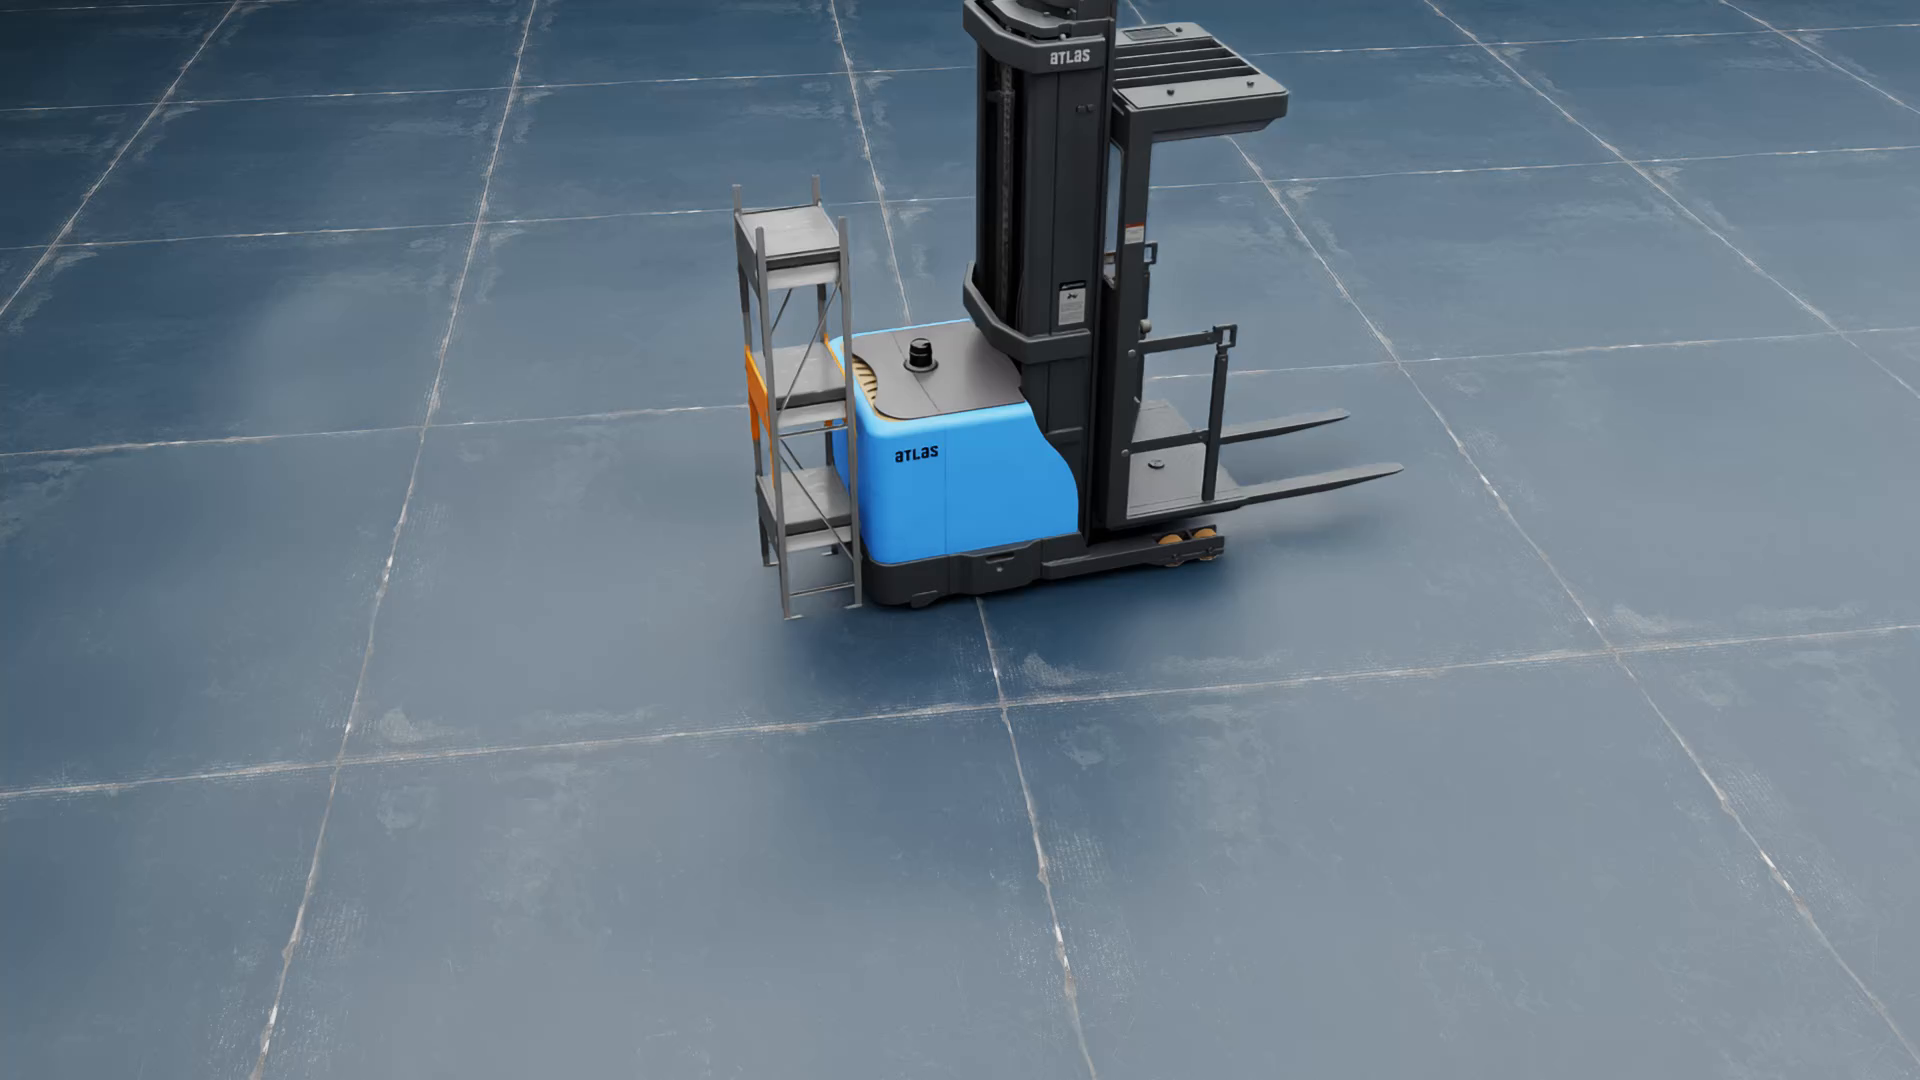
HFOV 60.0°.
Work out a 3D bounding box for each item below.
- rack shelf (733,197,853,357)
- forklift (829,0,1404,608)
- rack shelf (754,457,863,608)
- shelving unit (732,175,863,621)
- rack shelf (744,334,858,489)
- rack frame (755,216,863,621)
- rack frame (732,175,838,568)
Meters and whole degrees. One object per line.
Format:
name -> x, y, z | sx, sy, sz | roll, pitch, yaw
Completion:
rack shelf -> -0.759, -1.199, 7.554 | 0.431, 0.518, 0.480 | -10, 36, -15
forklift -> 0.874, -1.344, 8.249 | 3.031, 2.935, 1.130 | -10, 35, -14
rack shelf -> -0.759, -0.042, 8.343 | 0.431, 0.518, 0.480 | -10, 36, -15
shelving unit -> -0.759, -0.632, 7.941 | 0.431, 2.100, 0.503 | -10, 36, -15
rack shelf -> -0.759, -0.620, 7.948 | 0.431, 0.518, 0.480 | -10, 36, -15
rack frame -> -0.684, -0.501, 7.749 | 0.400, 2.100, 0.015 | -10, 36, -15
rack frame -> -0.834, -0.762, 8.133 | 0.400, 2.100, 0.015 | -10, 36, -15
